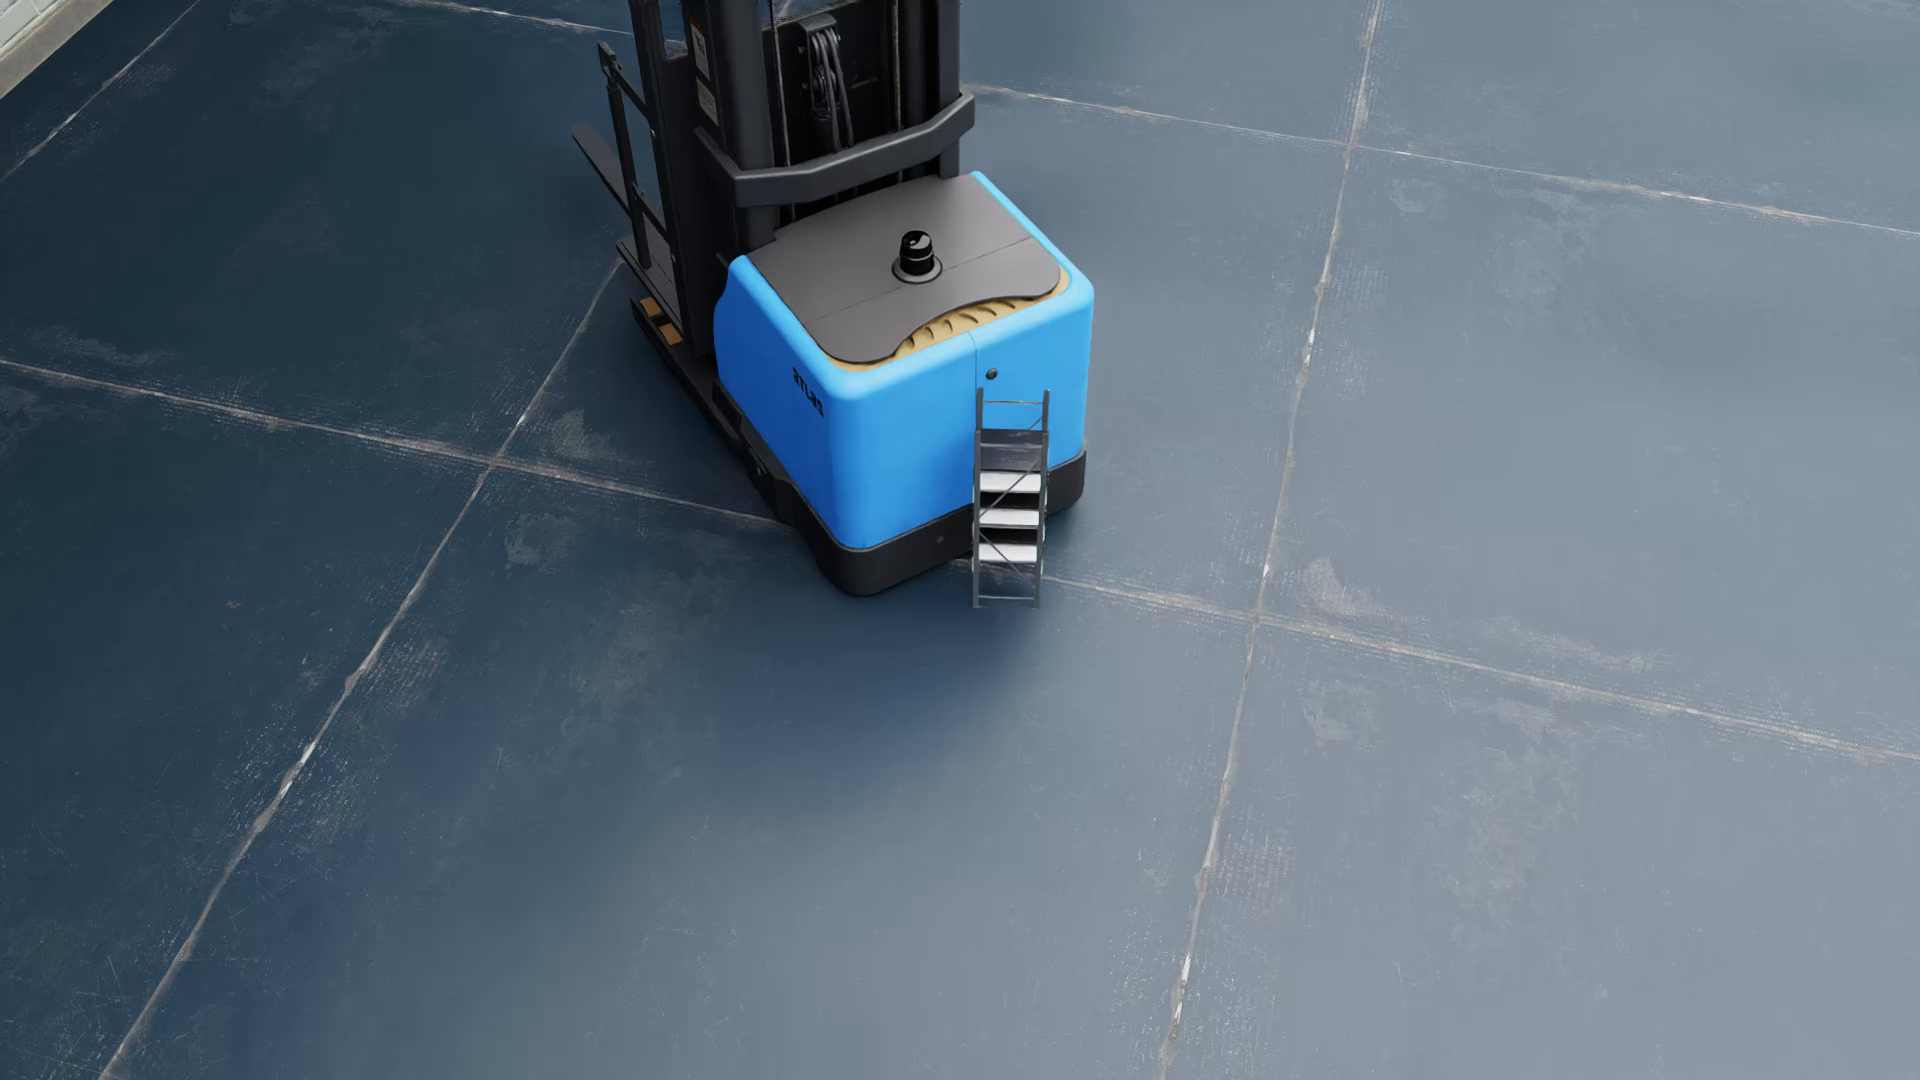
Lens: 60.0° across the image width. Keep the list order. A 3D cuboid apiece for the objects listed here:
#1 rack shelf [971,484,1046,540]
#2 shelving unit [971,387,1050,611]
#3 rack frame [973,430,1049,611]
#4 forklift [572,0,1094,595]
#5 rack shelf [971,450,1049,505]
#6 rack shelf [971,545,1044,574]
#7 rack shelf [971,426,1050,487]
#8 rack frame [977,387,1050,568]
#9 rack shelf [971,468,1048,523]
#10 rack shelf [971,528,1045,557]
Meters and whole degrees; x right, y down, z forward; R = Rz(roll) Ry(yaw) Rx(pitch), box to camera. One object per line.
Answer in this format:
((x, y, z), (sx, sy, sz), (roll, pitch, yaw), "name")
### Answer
((0.171, -0.103, 5.785), (0.258, 0.077, 0.200), (2, 49, 2), "rack shelf")
((0.171, -0.125, 5.760), (0.258, 0.900, 0.210), (2, 49, 2), "shelving unit")
((0.166, -0.049, 5.693), (0.240, 0.900, 0.006), (2, 49, 2), "rack frame")
((-0.717, -1.869, 5.945), (1.130, 2.935, 3.031), (-24, 53, -20), "forklift")
((0.171, -0.222, 5.650), (0.258, 0.077, 0.200), (2, 49, 2), "rack shelf")
((0.171, 0.016, 5.920), (0.258, 0.077, 0.200), (2, 49, 2), "rack shelf")
((0.172, -0.282, 5.583), (0.258, 0.077, 0.200), (2, 49, 2), "rack shelf")
((0.176, -0.201, 5.827), (0.240, 0.900, 0.006), (2, 49, 2), "rack frame")
((0.171, -0.162, 5.718), (0.258, 0.077, 0.200), (2, 49, 2), "rack shelf")
((0.171, -0.043, 5.852), (0.258, 0.077, 0.200), (2, 49, 2), "rack shelf")
